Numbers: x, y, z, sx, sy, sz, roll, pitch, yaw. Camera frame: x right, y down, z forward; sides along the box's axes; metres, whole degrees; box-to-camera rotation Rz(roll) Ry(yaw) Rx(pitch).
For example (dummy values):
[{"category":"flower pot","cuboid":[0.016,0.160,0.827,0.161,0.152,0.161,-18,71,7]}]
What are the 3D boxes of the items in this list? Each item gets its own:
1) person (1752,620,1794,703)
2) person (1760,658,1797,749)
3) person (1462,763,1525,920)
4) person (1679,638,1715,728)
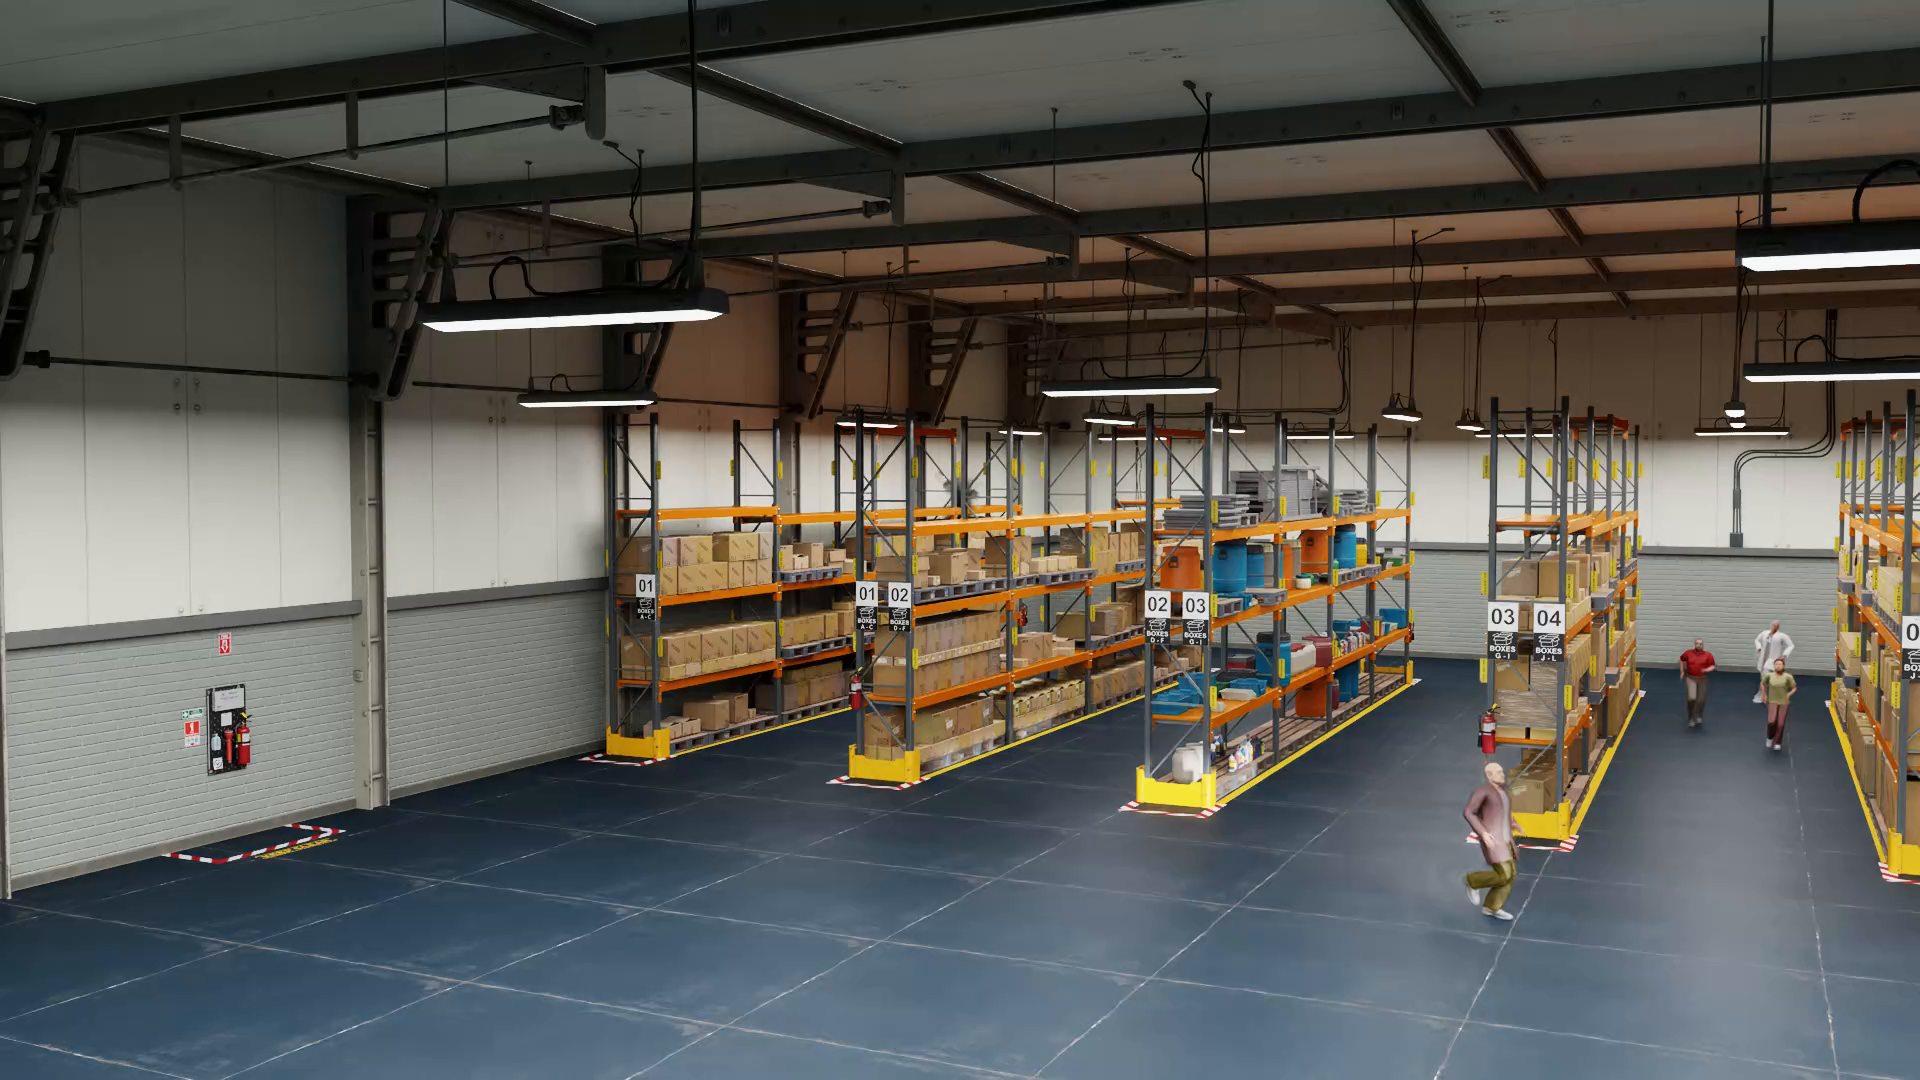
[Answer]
[{"category":"person","cuboid":[17.462,2.618,35.795,0.793,1.793,0.778,-2,3,-34]},{"category":"person","cuboid":[14.595,2.929,29.648,0.587,1.641,0.564,1,3,24]},{"category":"person","cuboid":[5.973,3.356,18.612,0.710,1.733,0.637,-2,3,-38]},{"category":"person","cuboid":[14.355,2.792,32.379,0.631,1.766,0.825,1,3,20]}]
